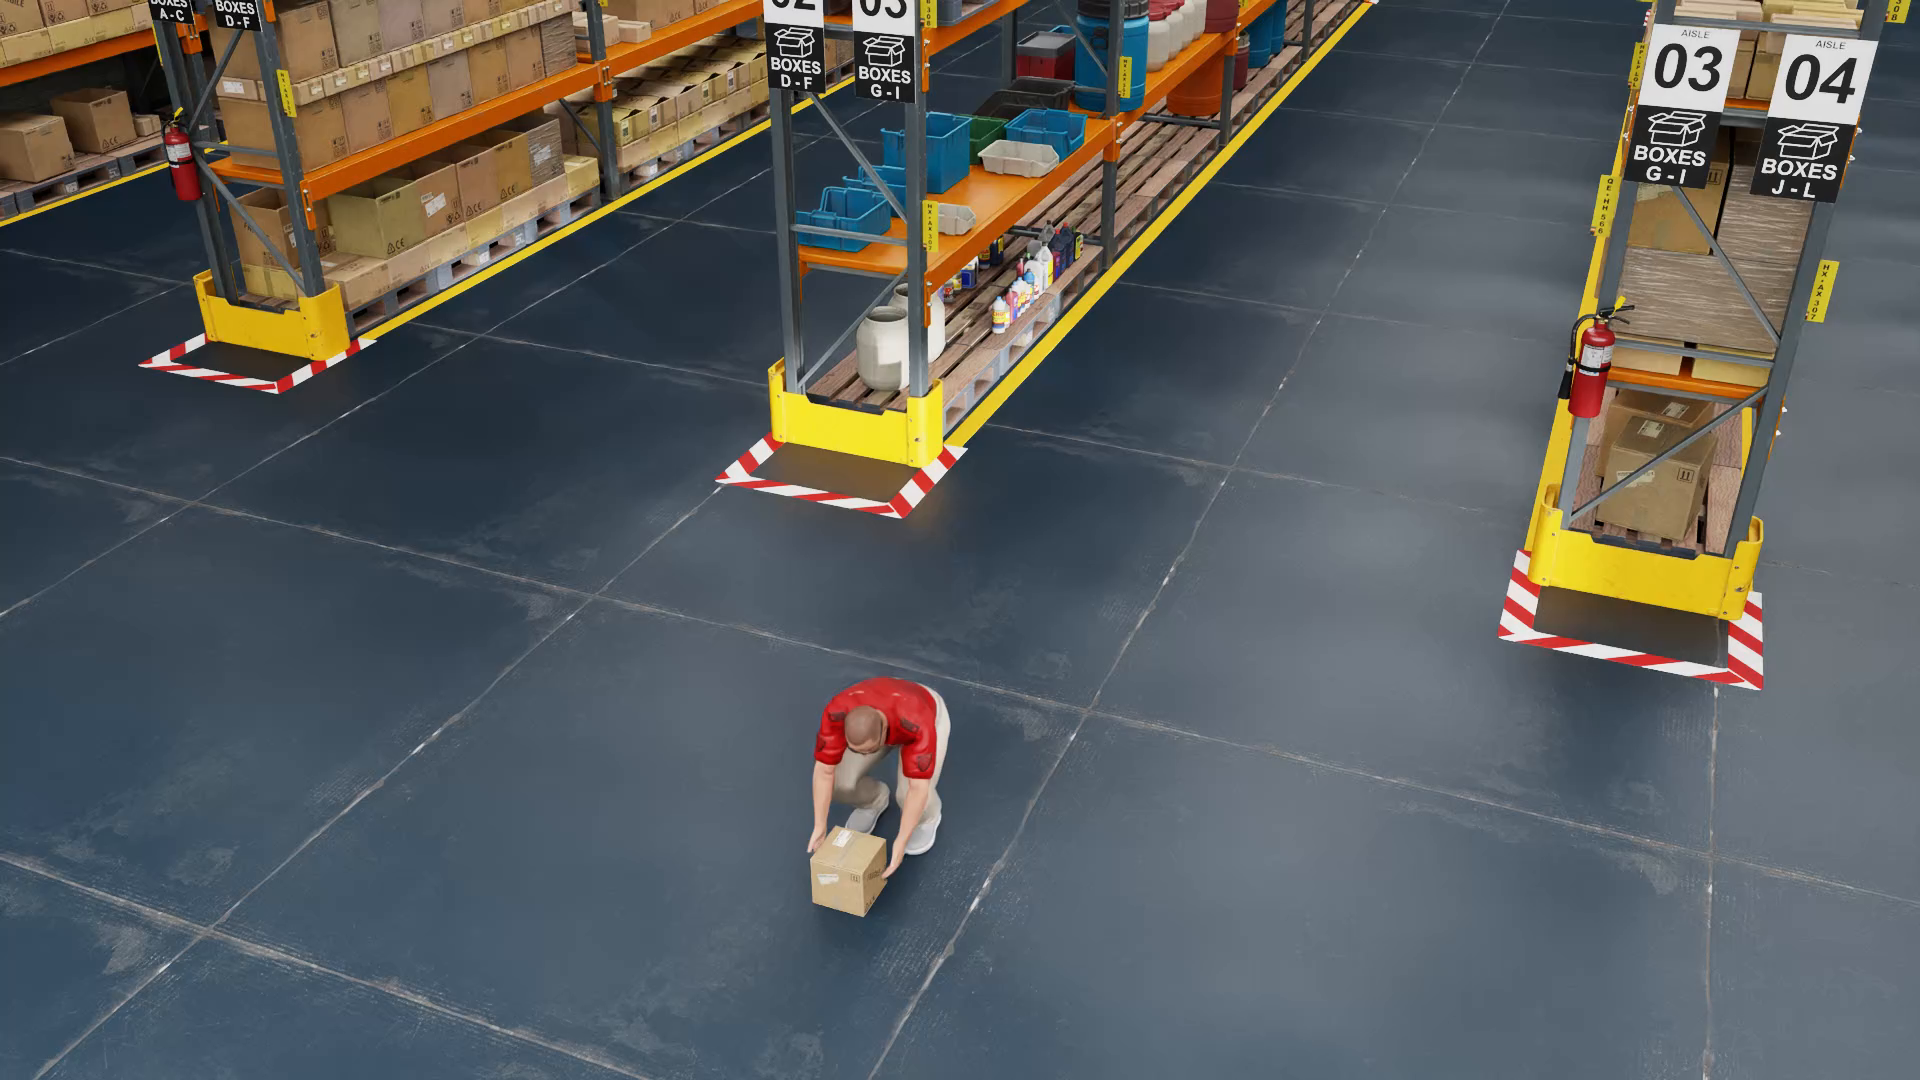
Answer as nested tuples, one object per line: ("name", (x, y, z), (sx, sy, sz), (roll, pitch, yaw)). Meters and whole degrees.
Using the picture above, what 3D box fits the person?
("person", (-0.332, 1.017, 7.450), (0.563, 0.915, 0.879), (11, 31, 19))
